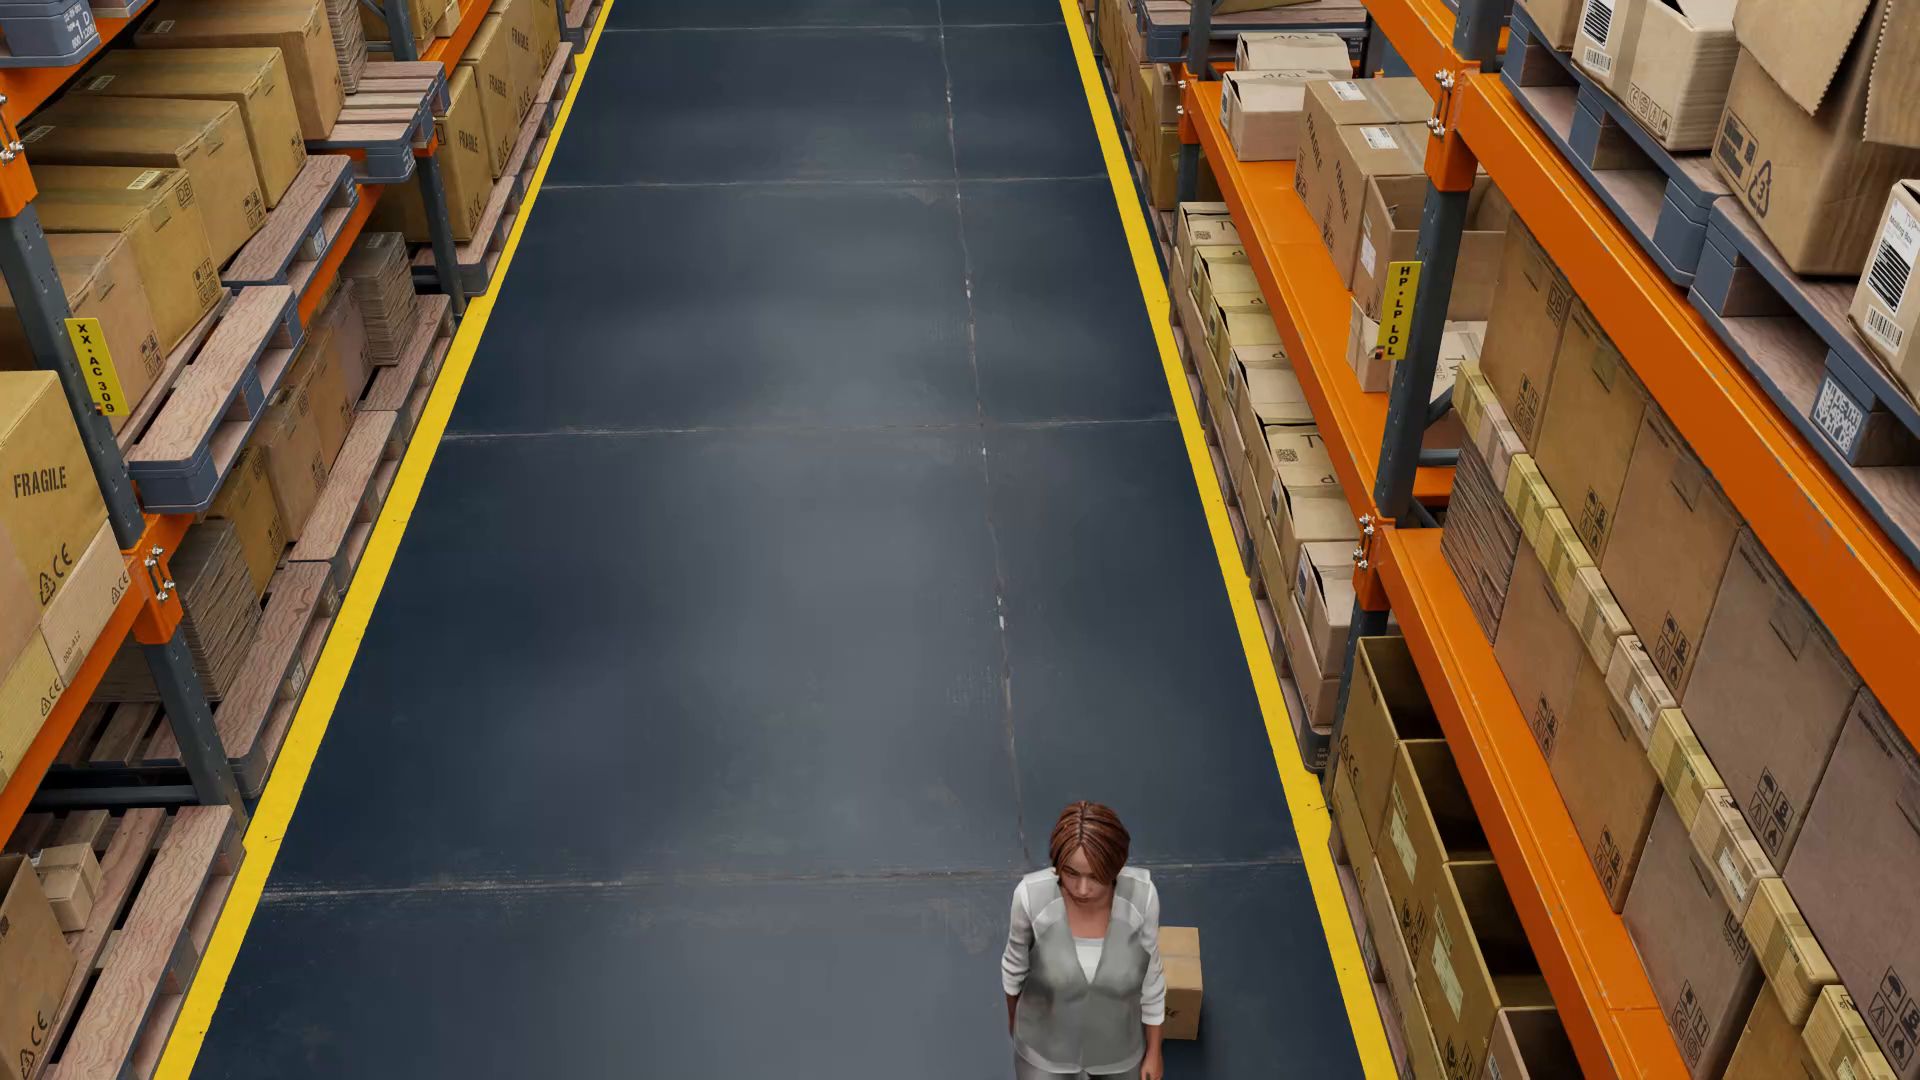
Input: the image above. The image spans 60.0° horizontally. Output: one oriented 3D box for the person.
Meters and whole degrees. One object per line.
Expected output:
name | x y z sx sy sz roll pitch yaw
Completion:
person | 0.315 1.261 4.362 0.419 1.581 0.624 -1 36 -2
